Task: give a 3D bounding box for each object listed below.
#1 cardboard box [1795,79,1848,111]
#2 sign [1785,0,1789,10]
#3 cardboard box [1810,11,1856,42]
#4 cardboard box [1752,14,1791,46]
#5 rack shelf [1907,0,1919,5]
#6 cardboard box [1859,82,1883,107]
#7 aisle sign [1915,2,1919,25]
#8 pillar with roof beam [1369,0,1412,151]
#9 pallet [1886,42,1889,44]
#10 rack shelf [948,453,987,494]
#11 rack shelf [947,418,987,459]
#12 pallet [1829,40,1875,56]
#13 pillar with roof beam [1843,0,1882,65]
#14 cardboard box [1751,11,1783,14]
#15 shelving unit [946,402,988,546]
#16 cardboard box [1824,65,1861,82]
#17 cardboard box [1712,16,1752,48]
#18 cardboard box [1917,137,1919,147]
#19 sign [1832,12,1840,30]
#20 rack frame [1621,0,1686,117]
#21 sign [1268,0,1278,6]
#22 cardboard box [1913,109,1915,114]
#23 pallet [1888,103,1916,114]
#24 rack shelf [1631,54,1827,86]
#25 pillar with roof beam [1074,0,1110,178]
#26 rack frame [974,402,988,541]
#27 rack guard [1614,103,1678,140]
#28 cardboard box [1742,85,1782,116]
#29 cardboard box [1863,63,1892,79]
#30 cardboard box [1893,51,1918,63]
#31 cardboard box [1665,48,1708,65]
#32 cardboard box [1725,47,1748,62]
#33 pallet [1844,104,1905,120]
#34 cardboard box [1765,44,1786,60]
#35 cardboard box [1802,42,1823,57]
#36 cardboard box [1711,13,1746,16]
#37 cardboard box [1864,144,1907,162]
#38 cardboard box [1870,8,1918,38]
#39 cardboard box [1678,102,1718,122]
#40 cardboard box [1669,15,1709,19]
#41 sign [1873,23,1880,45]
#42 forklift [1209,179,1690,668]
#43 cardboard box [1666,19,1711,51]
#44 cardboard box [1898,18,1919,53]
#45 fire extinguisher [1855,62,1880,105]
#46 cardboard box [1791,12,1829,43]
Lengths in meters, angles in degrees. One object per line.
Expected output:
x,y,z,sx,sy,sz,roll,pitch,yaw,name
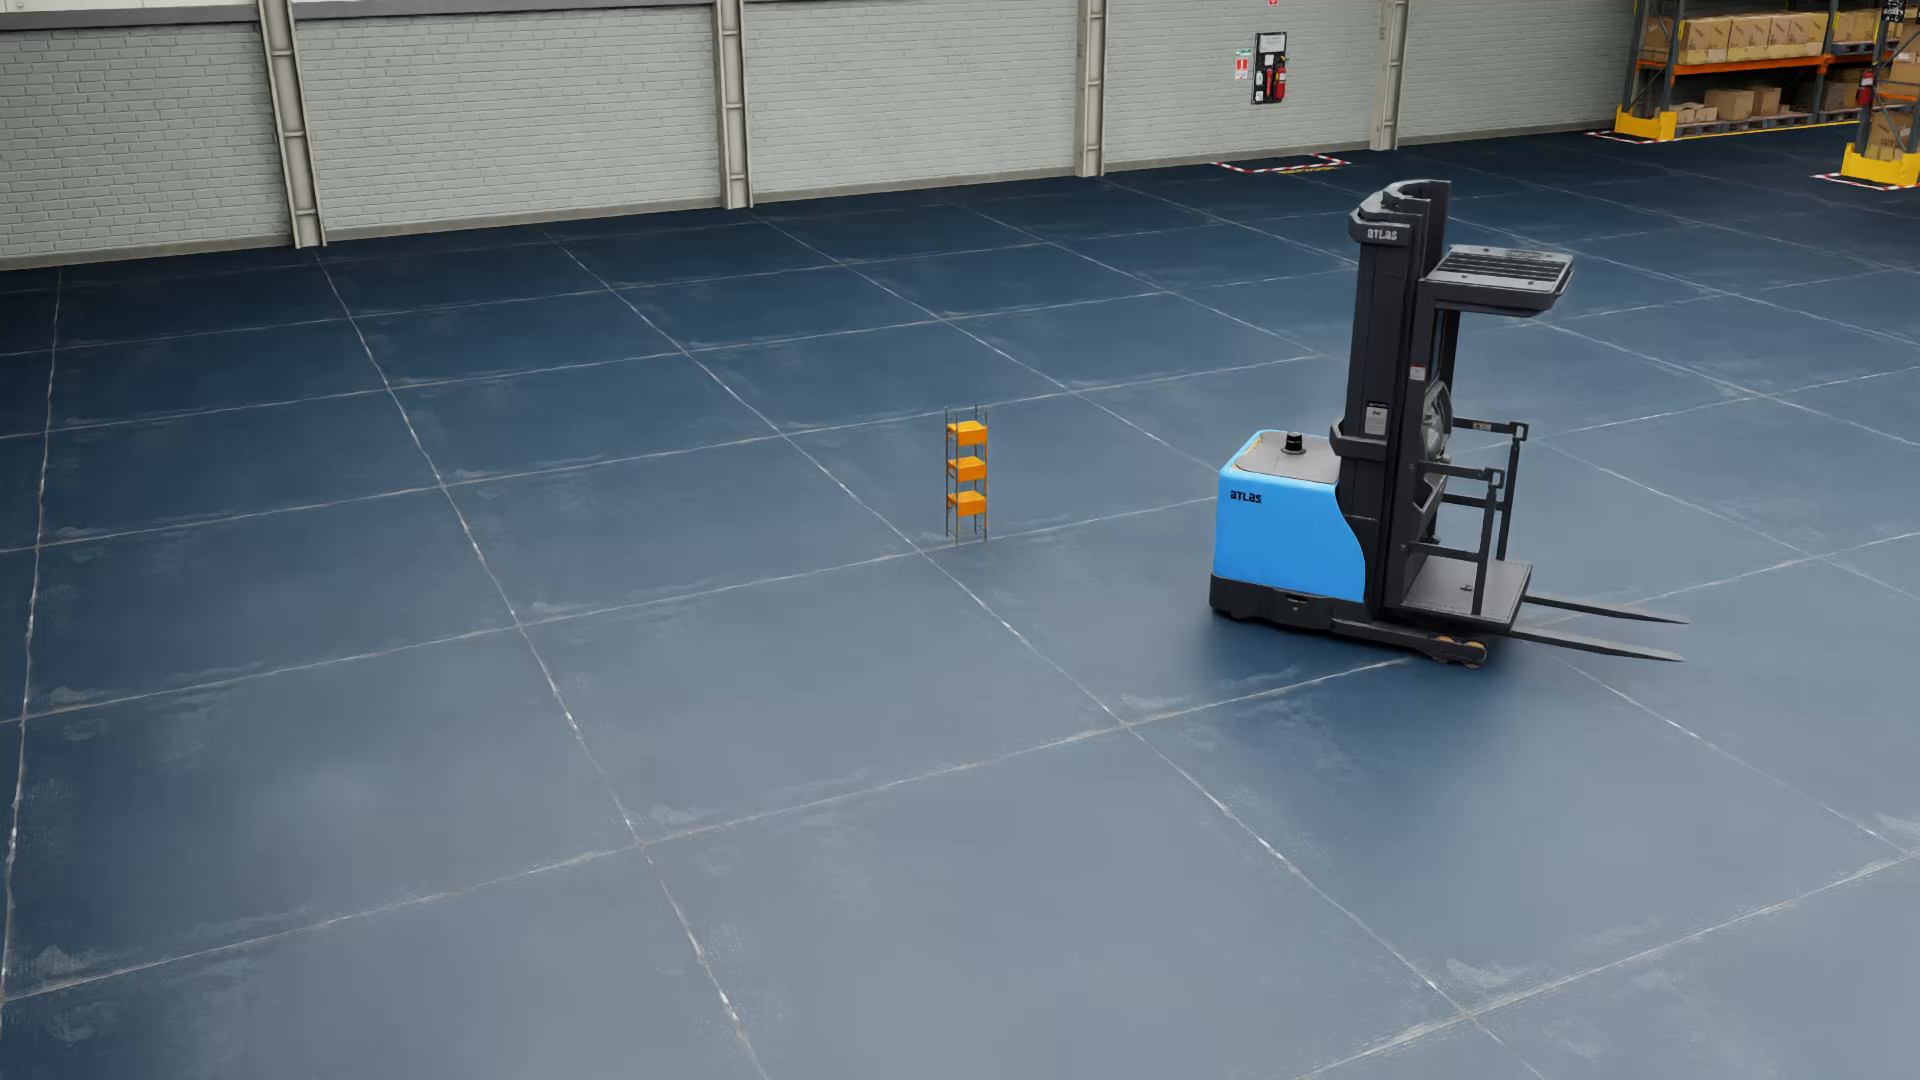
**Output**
16.915,-8.748,32.655,0.500,0.500,0.700,-10,24,-22,cardboard box
16.015,-10.298,32.191,0.005,0.325,0.100,-10,25,-24,sign
16.732,-9.894,32.024,0.500,0.500,0.700,-10,25,-23,cardboard box
15.061,-9.509,30.989,0.500,0.500,0.500,-11,25,-25,cardboard box
16.609,-8.587,26.592,4.000,0.370,1.077,-10,25,-24,rack shelf
17.836,-8.922,33.075,0.500,0.500,0.700,-10,25,-23,cardboard box
14.880,-8.287,25.448,0.004,0.787,0.394,-10,25,-24,aisle sign
9.371,-9.616,24.214,0.400,9.000,9.100,-10,25,-24,pillar with roof beam
19.267,-9.992,33.217,1.003,0.211,1.213,-10,25,-24,pallet
0.048,-0.484,12.575,0.240,0.259,0.215,-10,25,-24,rack shelf
0.048,-0.746,12.466,0.240,0.259,0.215,-10,25,-24,rack shelf
17.011,-9.560,32.174,1.213,0.211,1.003,-10,25,-24,pallet
20.184,-11.606,29.023,0.400,9.000,9.100,-10,25,-24,pillar with roof beam
15.277,-9.768,31.615,0.500,0.500,0.500,-11,25,-24,cardboard box
0.048,-0.494,12.571,0.252,1.050,0.215,-10,25,-24,shelving unit
17.310,-9.169,32.691,0.500,0.250,0.500,-11,25,-25,cardboard box
14.133,-9.333,30.563,0.500,0.500,0.500,-11,25,-25,cardboard box
15.836,-6.568,26.760,0.500,0.500,0.500,-10,25,-24,cardboard box
16.501,-9.786,31.338,0.005,0.325,0.100,-10,25,-24,sign
12.655,-8.908,30.349,0.127,3.000,1.000,-10,25,-24,rack frame
5.210,-9.035,27.623,0.199,0.298,0.001,-10,25,-24,sign
16.055,-6.834,27.404,0.500,0.500,0.500,-10,25,-24,cardboard box
19.158,-8.818,33.776,1.213,0.211,1.003,-10,25,-24,pallet
14.457,-8.908,31.288,4.000,0.370,1.077,-10,25,-24,rack shelf
3.965,-8.620,21.810,0.400,9.000,9.100,-10,25,-24,pillar with roof beam
0.158,-0.514,12.620,0.008,1.050,0.200,-10,25,-24,rack frame
12.723,-7.766,30.858,0.348,0.500,1.175,-10,25,-24,rack guard
15.341,-8.434,31.897,0.500,0.500,0.500,-12,26,-28,cardboard box
18.235,-9.333,33.087,0.500,0.250,0.500,-11,25,-24,cardboard box
15.068,-7.677,26.395,0.250,0.149,0.380,-11,25,-25,cardboard box
13.232,-8.820,30.305,0.500,0.250,0.500,-11,25,-25,cardboard box
14.155,-8.993,30.724,0.500,0.250,0.500,-11,25,-24,cardboard box
18.061,-8.617,33.291,1.213,0.211,1.003,-10,25,-24,pallet
15.065,-9.160,31.128,0.500,0.250,0.500,-11,25,-24,cardboard box
15.964,-9.329,31.535,0.500,0.250,0.500,-10,25,-23,cardboard box
14.363,-9.597,31.203,0.500,0.500,0.500,-10,25,-23,cardboard box
15.162,-6.316,27.133,0.500,0.250,0.500,-10,25,-24,cardboard box
18.331,-10.189,32.737,0.500,0.500,0.700,-10,25,-24,cardboard box
13.831,-8.048,31.210,0.500,0.311,0.500,-8,24,-19,cardboard box
13.445,-9.426,30.790,0.500,0.500,0.500,-10,25,-23,cardboard box
14.584,-8.036,26.417,0.005,0.325,0.100,-10,25,-24,sign
3.279,-0.758,10.750,3.031,2.935,1.130,10,25,23,forklift
13.215,-9.171,30.172,0.500,0.500,0.500,-10,25,-24,cardboard box
15.280,-7.929,26.157,0.500,0.500,0.700,-10,25,-23,cardboard box
14.498,-7.307,26.581,0.183,0.674,0.296,-10,25,-24,fire extinguisher
15.967,-9.673,31.387,0.500,0.500,0.500,-10,25,-24,cardboard box
